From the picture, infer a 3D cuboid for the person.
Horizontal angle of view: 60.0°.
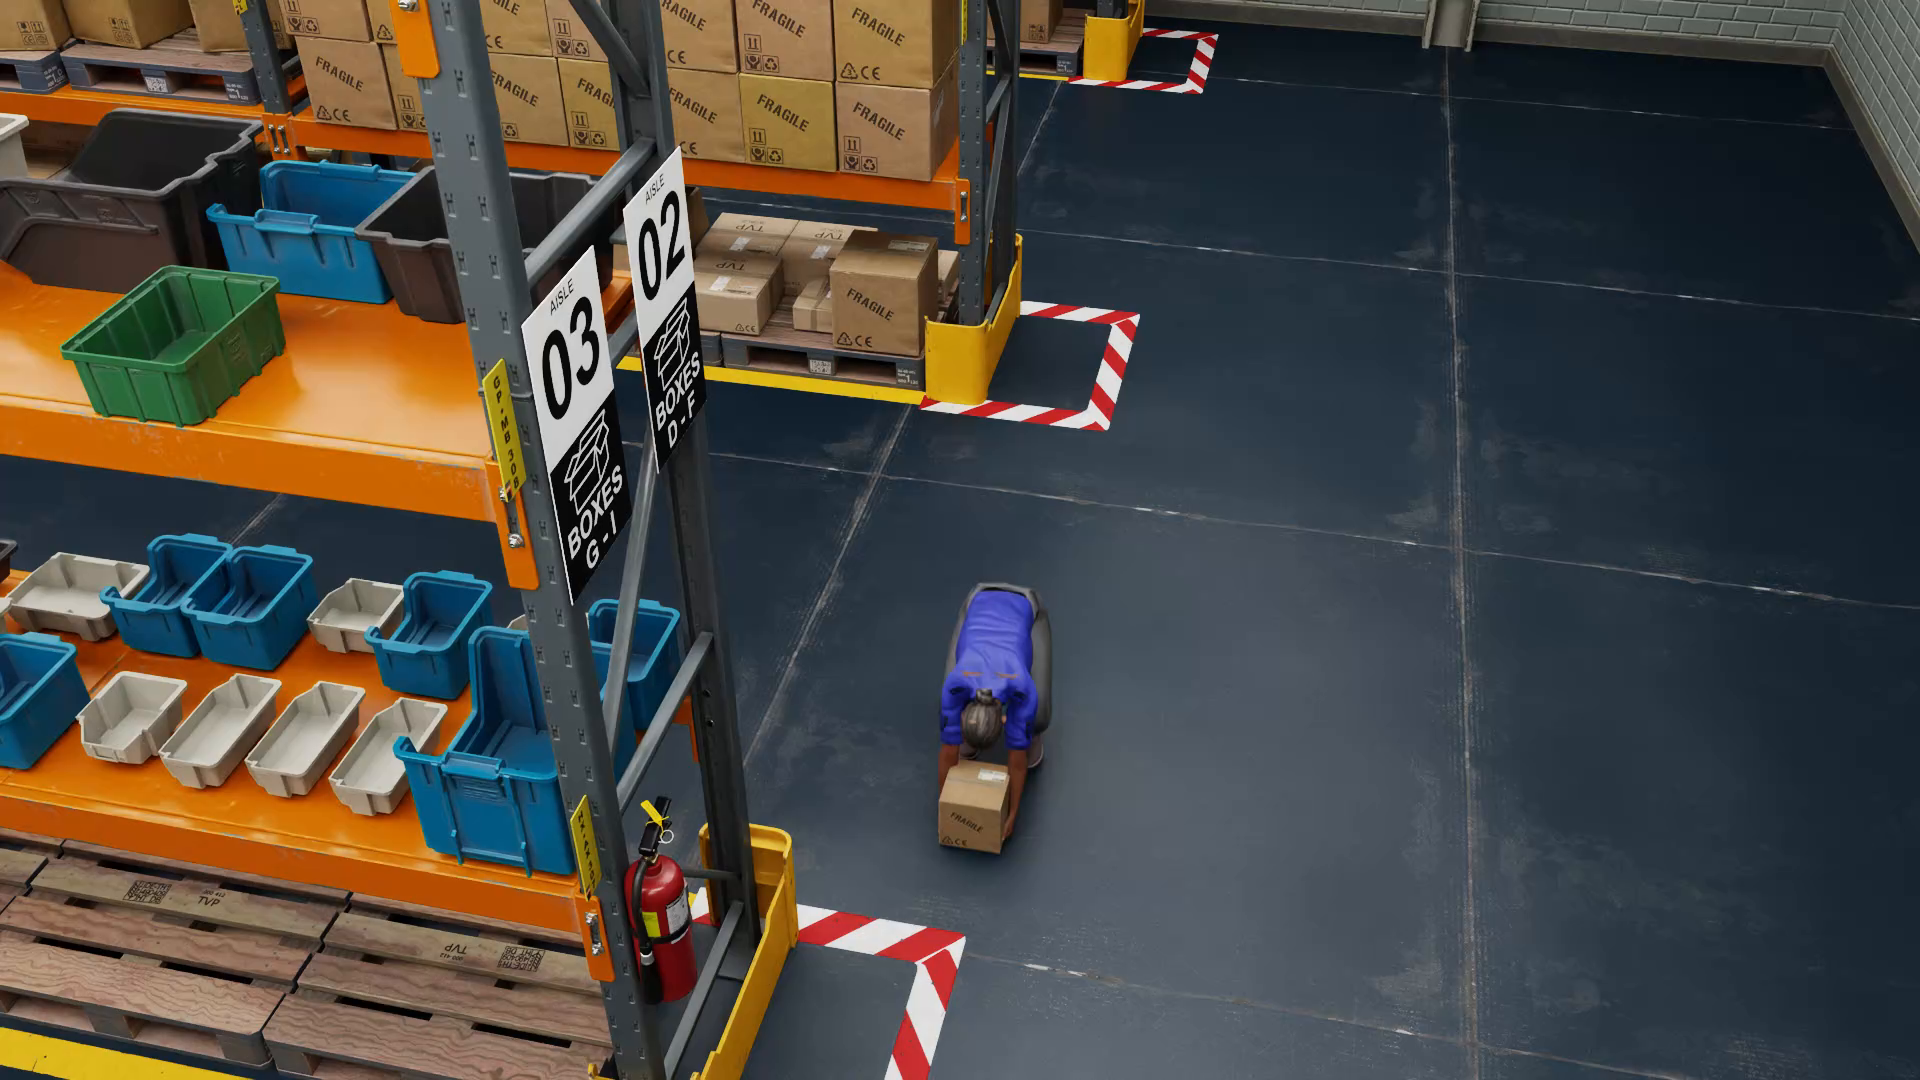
[{"bbox_3d":[0.143,0.674,6.812,0.472,0.793,0.871,6,37,8],"label":"person"}]
